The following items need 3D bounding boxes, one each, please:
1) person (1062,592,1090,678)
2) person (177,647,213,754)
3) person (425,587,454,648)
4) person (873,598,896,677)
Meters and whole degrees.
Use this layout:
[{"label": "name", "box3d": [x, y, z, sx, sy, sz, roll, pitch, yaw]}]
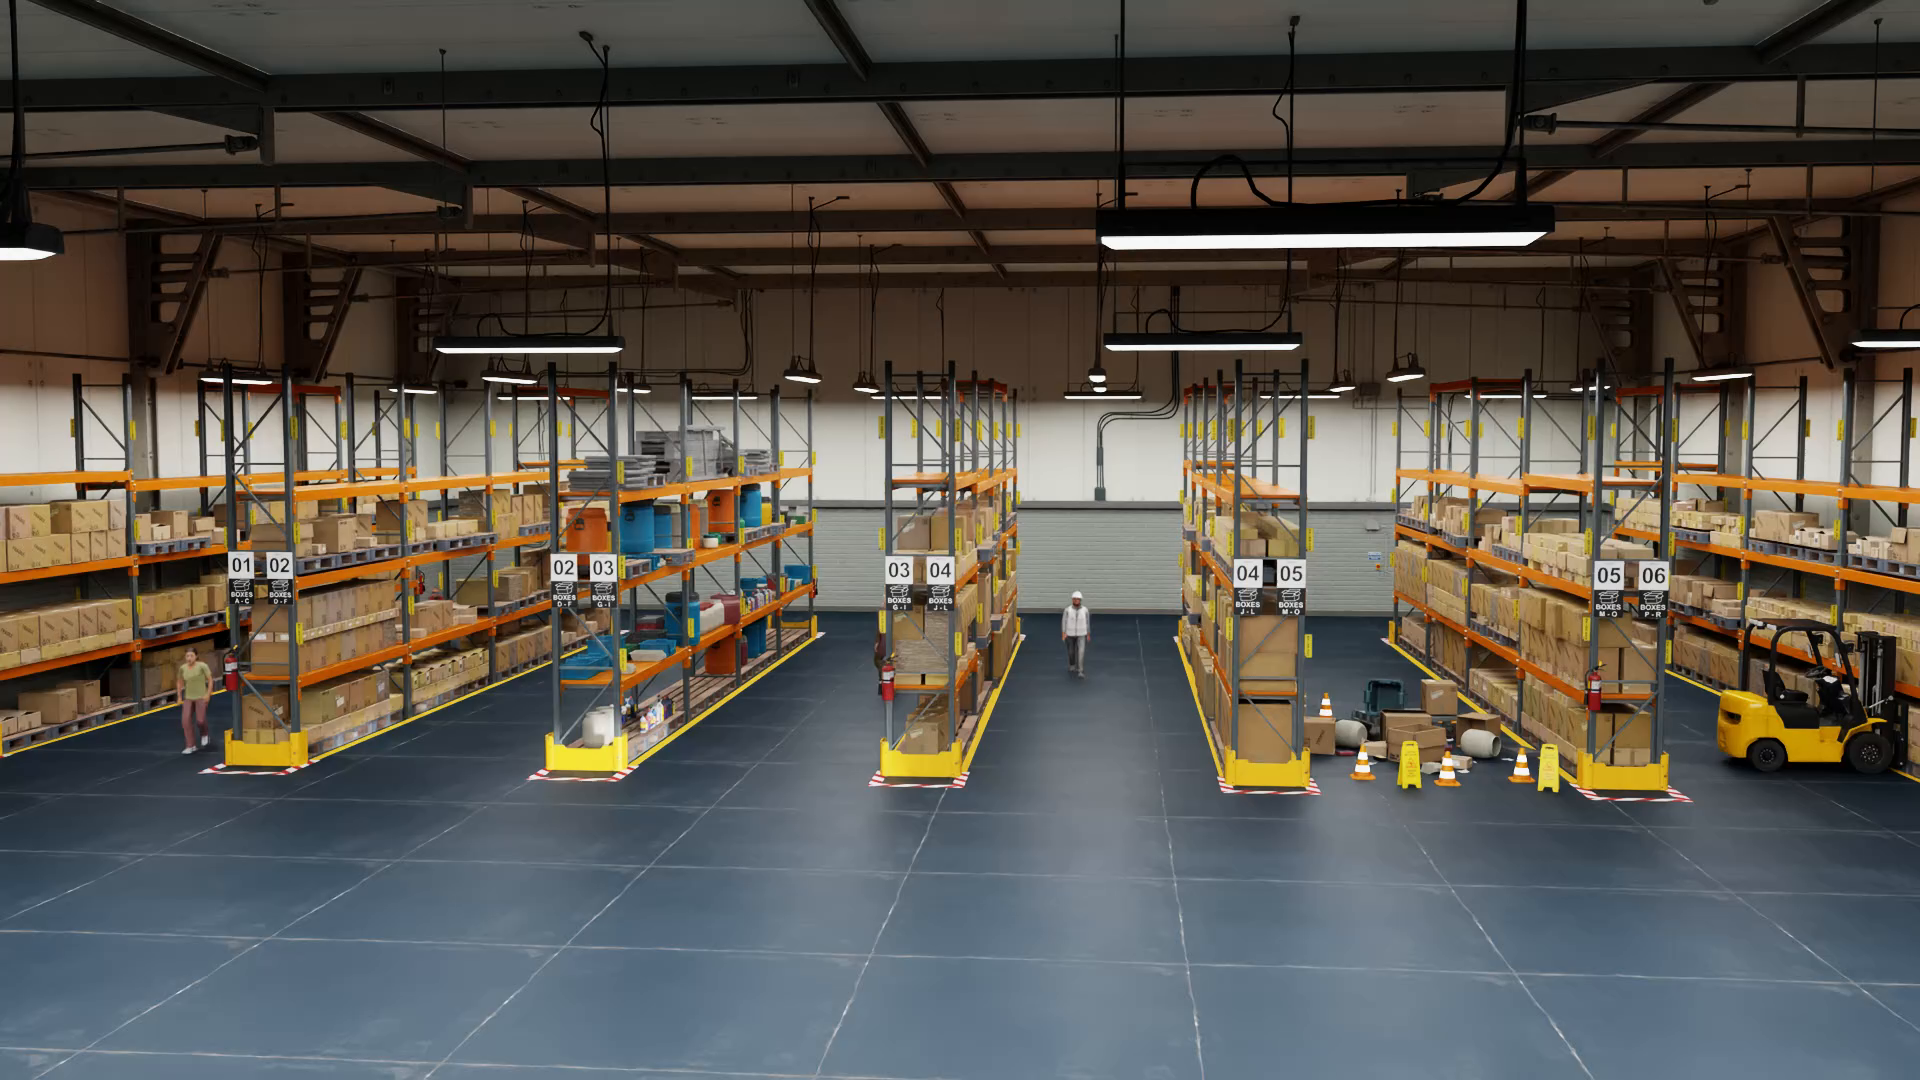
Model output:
[{"label": "person", "box3d": [2.359, 1.913, 33.835, 0.587, 1.720, 1.084, 0, 4, 2]}, {"label": "person", "box3d": [-11.953, 2.583, 26.001, 0.525, 1.442, 0.625, 0, 4, -6]}, {"label": "person", "box3d": [-11.280, 1.819, 36.031, 0.621, 1.632, 0.735, 1, 4, 14]}, {"label": "person", "box3d": [-1.353, 1.994, 32.107, 0.628, 1.775, 0.585, -3, 5, -39]}]
